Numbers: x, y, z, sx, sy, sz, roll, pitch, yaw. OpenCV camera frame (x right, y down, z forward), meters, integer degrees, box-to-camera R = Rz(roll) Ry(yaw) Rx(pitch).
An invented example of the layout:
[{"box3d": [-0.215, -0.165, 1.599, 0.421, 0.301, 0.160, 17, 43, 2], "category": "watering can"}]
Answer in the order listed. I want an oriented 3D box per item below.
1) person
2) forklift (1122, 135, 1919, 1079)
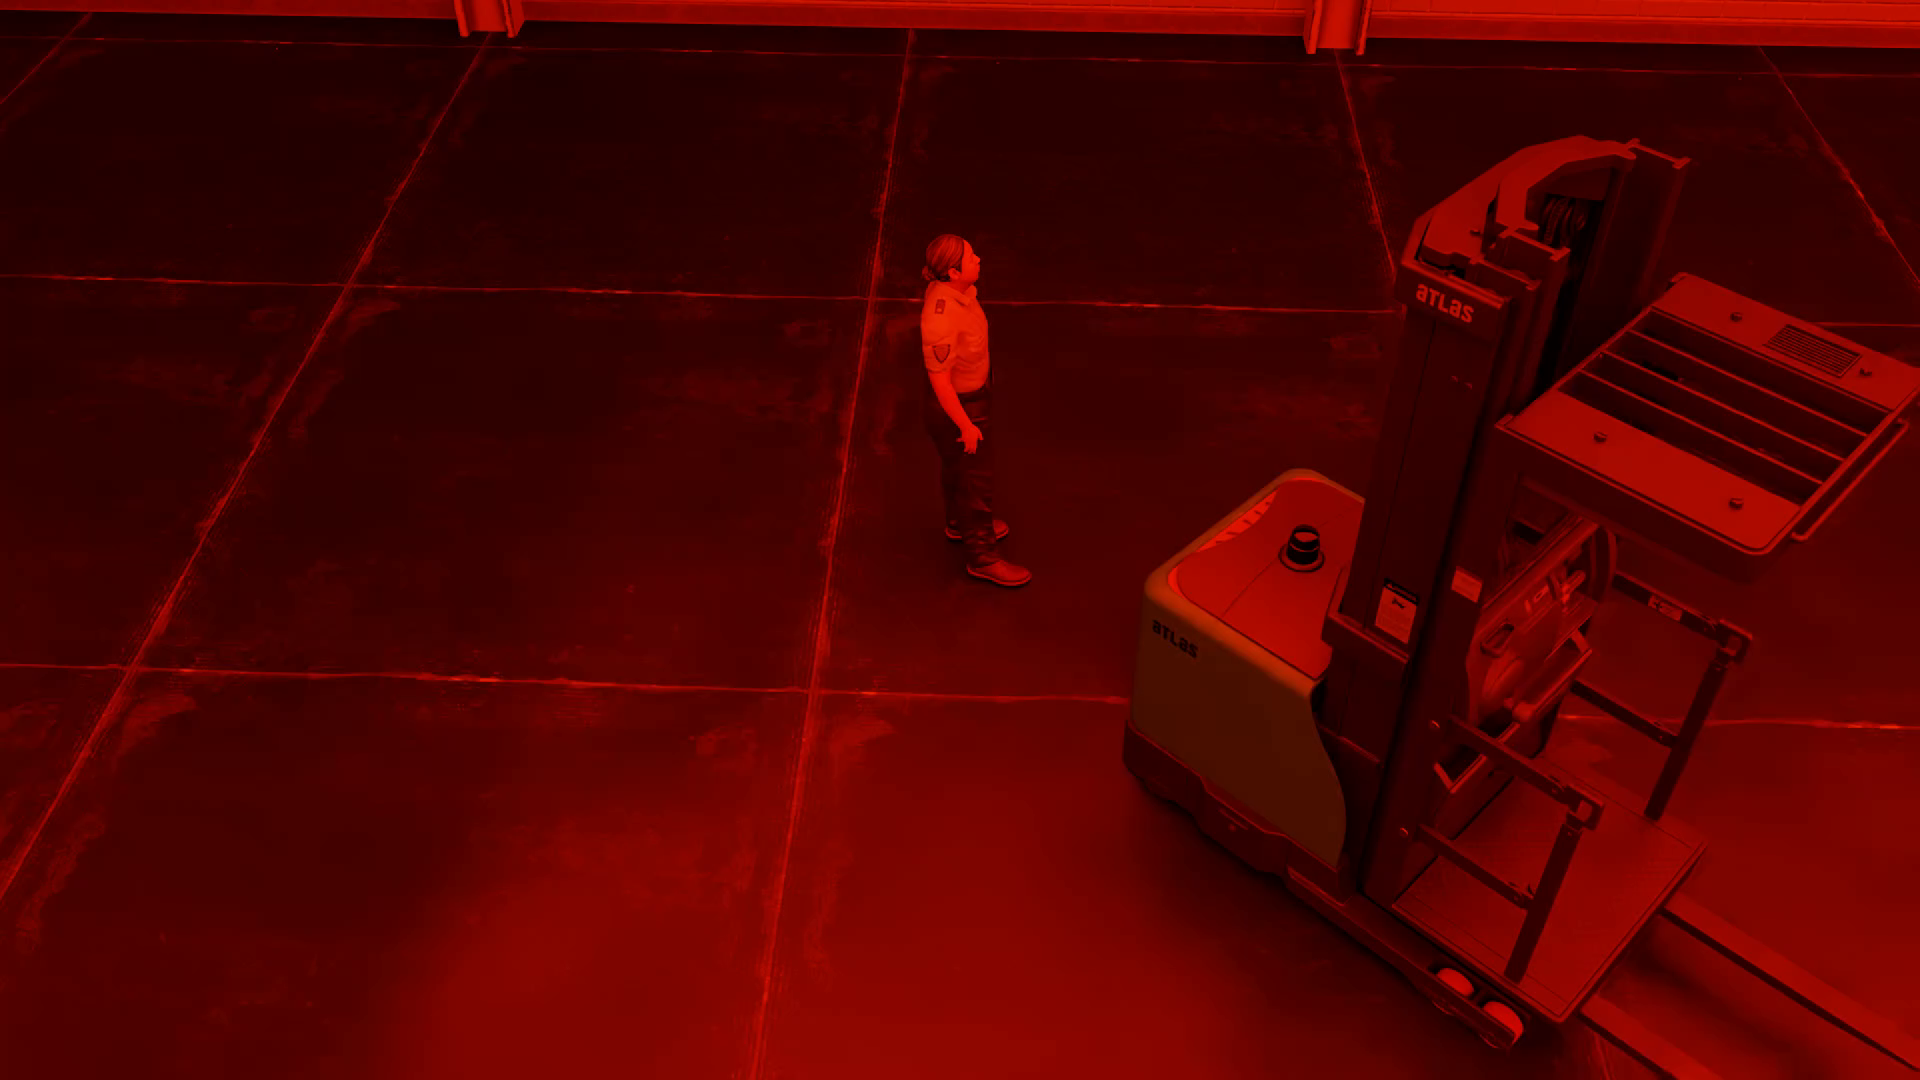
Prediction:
[{"box3d": [0.089, -0.595, 7.336, 0.502, 1.651, 0.598, 2, 42, 2], "category": "person"}, {"box3d": [2.066, 0.328, 5.383, 3.031, 2.935, 1.130, 34, 52, 31], "category": "forklift"}]
